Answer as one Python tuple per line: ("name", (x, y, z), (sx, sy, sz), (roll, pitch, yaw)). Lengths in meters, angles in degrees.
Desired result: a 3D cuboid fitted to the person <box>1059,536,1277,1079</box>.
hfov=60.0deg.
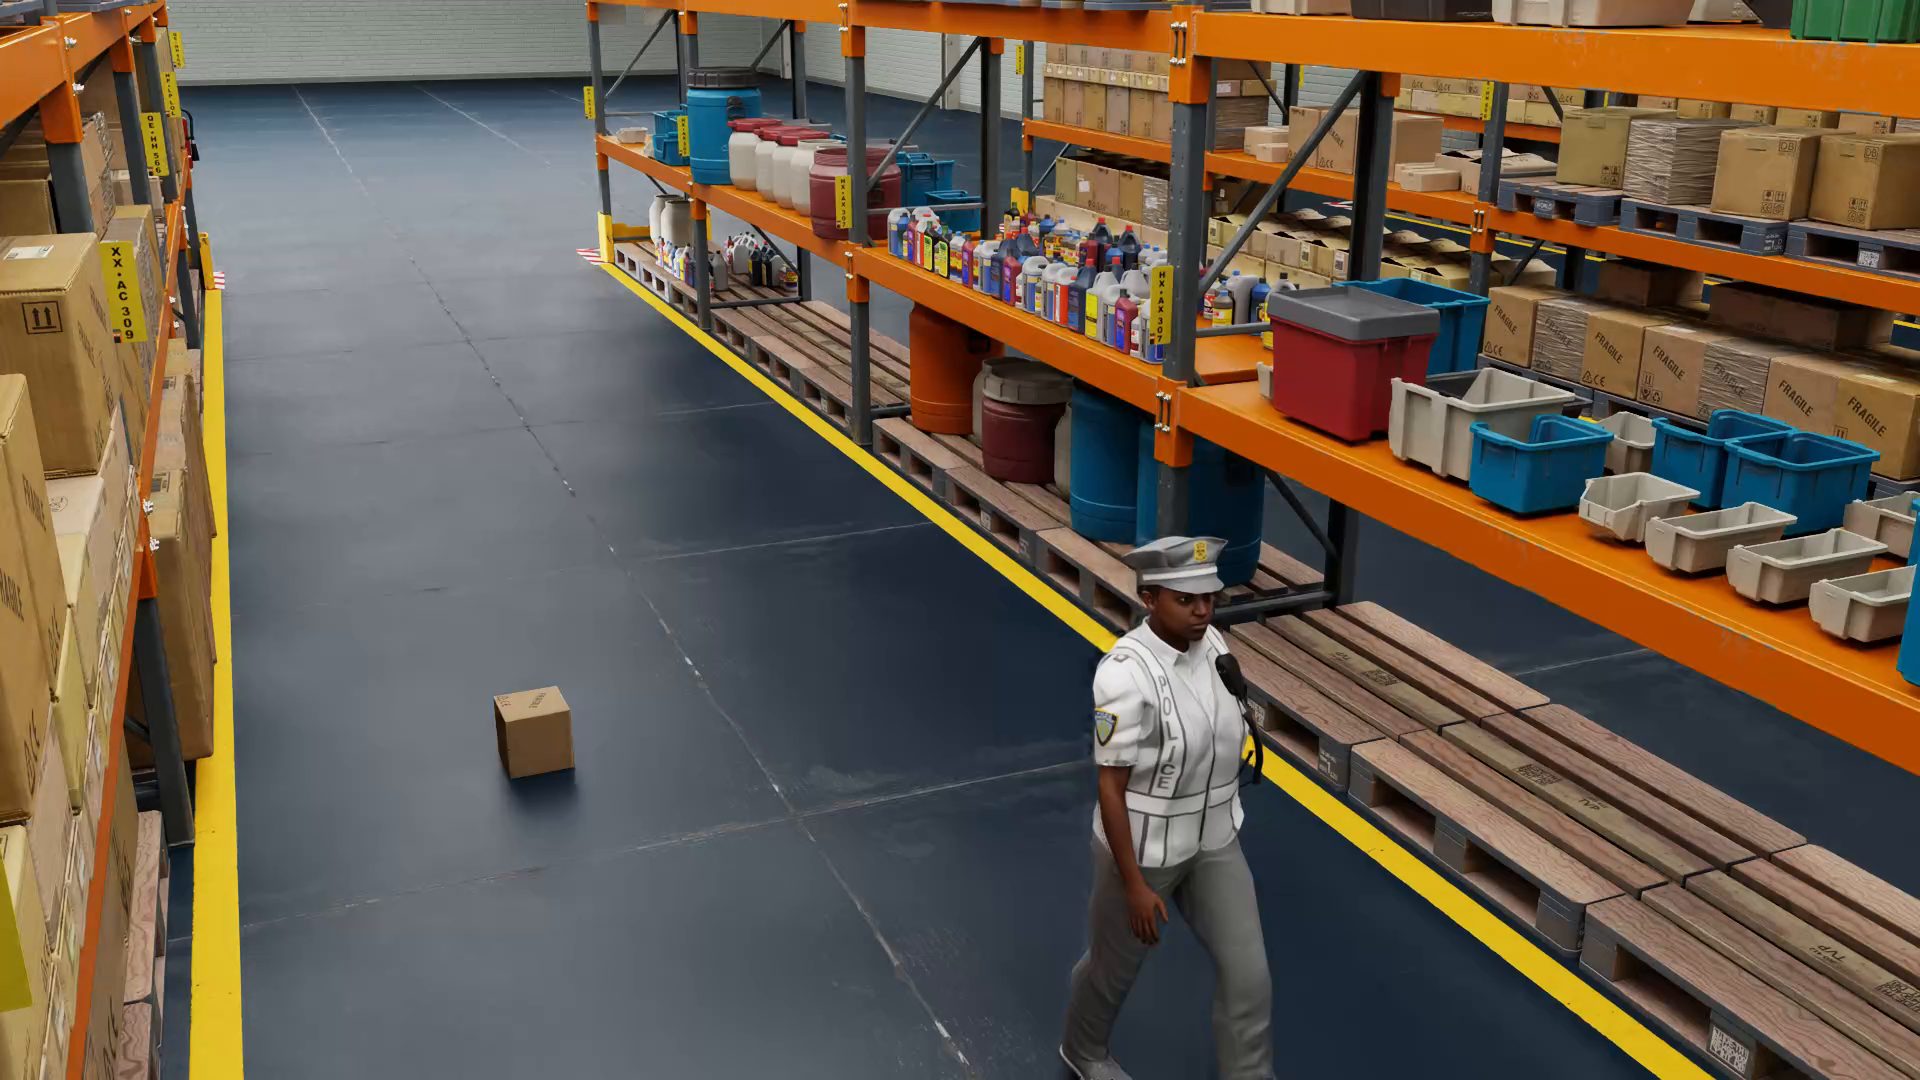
("person", (0.567, 0.805, 4.198), (0.484, 1.710, 0.788), (-12, 22, -31))
